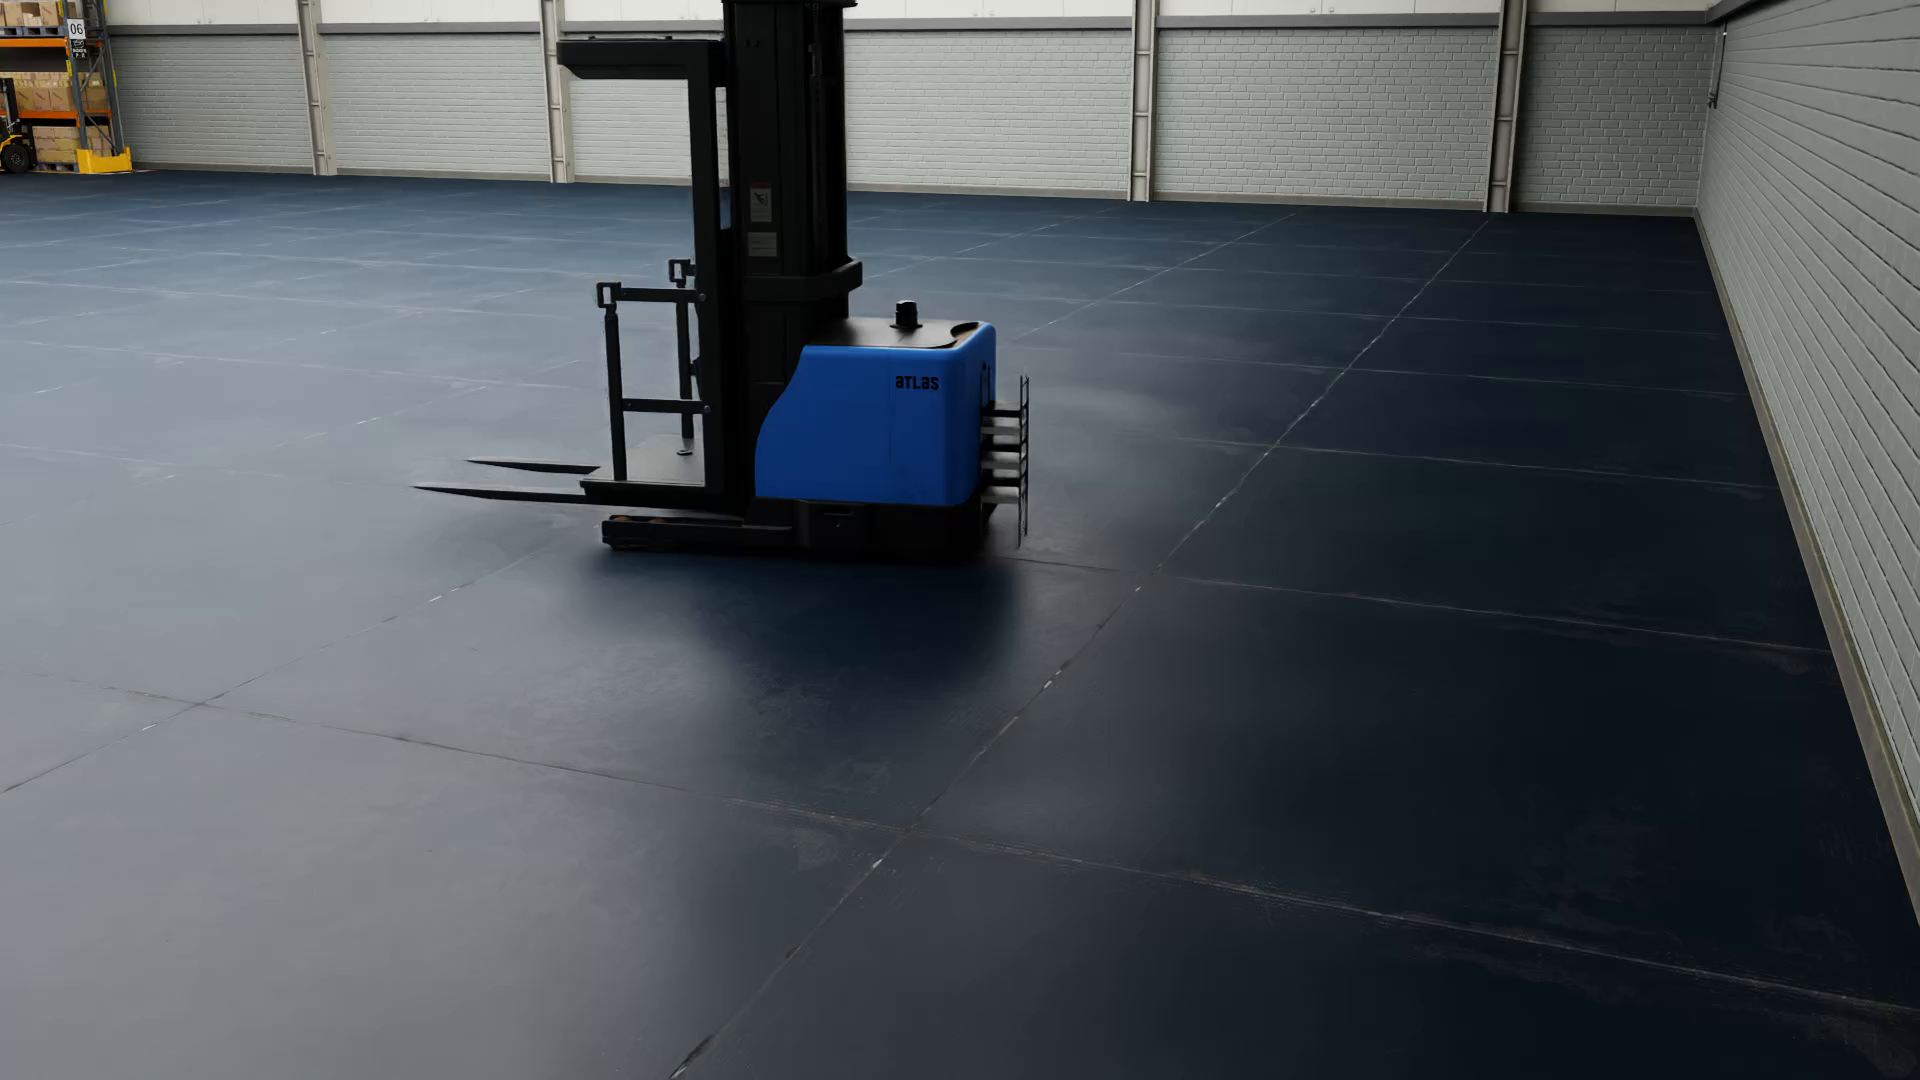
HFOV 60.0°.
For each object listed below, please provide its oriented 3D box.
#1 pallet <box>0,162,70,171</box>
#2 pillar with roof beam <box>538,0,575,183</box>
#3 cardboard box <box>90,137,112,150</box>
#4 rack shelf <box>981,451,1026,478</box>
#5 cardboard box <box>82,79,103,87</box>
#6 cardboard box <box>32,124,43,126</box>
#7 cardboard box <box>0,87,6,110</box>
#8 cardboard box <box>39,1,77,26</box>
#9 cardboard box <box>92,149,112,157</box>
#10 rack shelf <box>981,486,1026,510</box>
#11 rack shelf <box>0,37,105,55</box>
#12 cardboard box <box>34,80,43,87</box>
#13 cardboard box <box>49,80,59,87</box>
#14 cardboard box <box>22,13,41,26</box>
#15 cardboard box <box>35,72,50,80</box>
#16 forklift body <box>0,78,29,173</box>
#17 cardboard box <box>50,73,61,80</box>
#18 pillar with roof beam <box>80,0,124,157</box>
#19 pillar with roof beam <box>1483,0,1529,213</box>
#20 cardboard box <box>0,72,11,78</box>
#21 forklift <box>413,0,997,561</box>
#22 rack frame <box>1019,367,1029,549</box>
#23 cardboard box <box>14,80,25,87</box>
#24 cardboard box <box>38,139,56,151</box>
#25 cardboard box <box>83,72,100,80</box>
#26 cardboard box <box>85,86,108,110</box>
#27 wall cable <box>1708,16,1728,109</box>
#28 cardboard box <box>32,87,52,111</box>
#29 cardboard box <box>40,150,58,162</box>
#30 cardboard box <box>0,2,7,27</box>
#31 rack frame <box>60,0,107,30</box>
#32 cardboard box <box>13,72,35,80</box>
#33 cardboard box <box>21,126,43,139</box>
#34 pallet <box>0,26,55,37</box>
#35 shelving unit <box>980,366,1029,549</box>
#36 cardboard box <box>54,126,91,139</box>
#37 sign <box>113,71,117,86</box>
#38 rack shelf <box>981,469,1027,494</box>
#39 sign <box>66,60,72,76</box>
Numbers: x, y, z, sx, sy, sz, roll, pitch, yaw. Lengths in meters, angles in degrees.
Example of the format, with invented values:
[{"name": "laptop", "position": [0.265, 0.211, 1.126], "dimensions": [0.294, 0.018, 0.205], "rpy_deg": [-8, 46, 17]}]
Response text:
[{"name": "pallet", "position": [-20.695, -8.419, 37.294], "dimensions": [1.213, 0.211, 1.003], "rpy_deg": [6, 17, 21]}, {"name": "pillar with roof beam", "position": [-9.571, -10.407, 28.382], "dimensions": [0.400, 9.000, 9.100], "rpy_deg": [6, 17, 21]}, {"name": "cardboard box", "position": [-19.198, -8.788, 36.848], "dimensions": [0.500, 0.250, 0.500], "rpy_deg": [7, 17, 22]}, {"name": "rack shelf", "position": [0.227, -0.391, 8.526], "dimensions": [0.200, 0.077, 0.258], "rpy_deg": [3, 16, 11]}, {"name": "cardboard box", "position": [-19.058, -10.027, 36.489], "dimensions": [0.250, 0.149, 0.380], "rpy_deg": [6, 17, 19]}, {"name": "cardboard box", "position": [-20.616, -9.183, 37.311], "dimensions": [0.500, 0.250, 0.500], "rpy_deg": [6, 17, 20]}, {"name": "cardboard box", "position": [-20.819, -9.752, 36.705], "dimensions": [0.500, 0.500, 0.500], "rpy_deg": [6, 17, 21]}, {"name": "cardboard box", "position": [-19.338, -11.286, 35.675], "dimensions": [0.500, 0.500, 0.500], "rpy_deg": [7, 18, 22]}, {"name": "cardboard box", "position": [-19.222, -8.547, 36.914], "dimensions": [0.500, 0.250, 0.500], "rpy_deg": [6, 17, 21]}, {"name": "rack shelf", "position": [0.227, -0.218, 8.576], "dimensions": [0.200, 0.077, 0.258], "rpy_deg": [3, 16, 11]}, {"name": "rack shelf", "position": [-20.698, -10.865, 36.629], "dimensions": [4.000, 0.370, 1.077], "rpy_deg": [6, 17, 21]}, {"name": "cardboard box", "position": [-19.956, -9.977, 36.316], "dimensions": [0.250, 0.149, 0.380], "rpy_deg": [6, 17, 20]}, {"name": "cardboard box", "position": [-19.511, -9.906, 36.073], "dimensions": [0.250, 0.149, 0.380], "rpy_deg": [7, 17, 22]}, {"name": "cardboard box", "position": [-19.955, -11.223, 35.880], "dimensions": [0.258, 0.266, 0.396], "rpy_deg": [6, 17, 21]}, {"name": "cardboard box", "position": [-19.946, -10.131, 36.315], "dimensions": [0.250, 0.149, 0.380], "rpy_deg": [6, 17, 21]}, {"name": "forklift body", "position": [-21.271, -8.878, 35.399], "dimensions": [1.214, 2.155, 2.313], "rpy_deg": [6, 17, 21]}, {"name": "cardboard box", "position": [-19.489, -10.067, 36.093], "dimensions": [0.250, 0.149, 0.380], "rpy_deg": [6, 17, 21]}, {"name": "pillar with roof beam", "position": [-20.734, -11.635, 32.610], "dimensions": [0.400, 9.000, 9.100], "rpy_deg": [6, 17, 21]}, {"name": "pillar with roof beam", "position": [7.174, -8.566, 22.039], "dimensions": [0.400, 9.000, 9.100], "rpy_deg": [6, 17, 21]}, {"name": "cardboard box", "position": [-20.905, -10.235, 36.673], "dimensions": [0.250, 0.149, 0.380], "rpy_deg": [6, 17, 21]}, {"name": "forklift", "position": [-1.367, -1.489, 8.545], "dimensions": [3.031, 2.935, 1.130], "rpy_deg": [3, 16, 11]}, {"name": "rack frame", "position": [0.326, -0.418, 8.498], "dimensions": [0.006, 0.900, 0.240], "rpy_deg": [3, 16, 11]}, {"name": "cardboard box", "position": [-20.465, -10.012, 36.439], "dimensions": [0.250, 0.149, 0.380], "rpy_deg": [6, 17, 21]}, {"name": "cardboard box", "position": [-19.867, -8.709, 36.576], "dimensions": [0.500, 0.250, 0.500], "rpy_deg": [6, 17, 20]}, {"name": "cardboard box", "position": [-19.071, -10.157, 36.405], "dimensions": [0.250, 0.149, 0.380], "rpy_deg": [6, 17, 20]}, {"name": "cardboard box", "position": [-19.196, -9.736, 36.651], "dimensions": [0.500, 0.500, 0.500], "rpy_deg": [7, 18, 22]}, {"name": "wall cable", "position": [11.009, -7.547, 24.098], "dimensions": [0.112, 2.526, 3.097], "rpy_deg": [6, 17, 21]}, {"name": "cardboard box", "position": [-19.871, -9.651, 36.358], "dimensions": [0.500, 0.500, 0.500], "rpy_deg": [7, 18, 22]}, {"name": "cardboard box", "position": [-19.849, -8.466, 36.634], "dimensions": [0.500, 0.250, 0.500], "rpy_deg": [6, 17, 21]}, {"name": "cardboard box", "position": [-20.785, -11.488, 36.366], "dimensions": [0.637, 0.503, 0.797], "rpy_deg": [7, 18, 22]}, {"name": "rack frame", "position": [-18.837, -12.446, 35.405], "dimensions": [0.127, 3.000, 1.000], "rpy_deg": [6, 17, 21]}, {"name": "cardboard box", "position": [-20.472, -10.154, 36.394], "dimensions": [0.250, 0.149, 0.380], "rpy_deg": [7, 17, 22]}, {"name": "cardboard box", "position": [-20.330, -8.993, 36.654], "dimensions": [0.500, 0.250, 0.500], "rpy_deg": [7, 17, 21]}, {"name": "pallet", "position": [-20.624, -11.167, 36.537], "dimensions": [1.213, 0.211, 1.003], "rpy_deg": [6, 17, 21]}, {"name": "shelving unit", "position": [0.227, -0.423, 8.517], "dimensions": [0.210, 0.900, 0.258], "rpy_deg": [3, 16, 11]}, {"name": "cardboard box", "position": [-19.380, -8.893, 36.311], "dimensions": [0.500, 0.250, 0.500], "rpy_deg": [7, 18, 22]}, {"name": "sign", "position": [-18.628, -10.162, 36.604], "dimensions": [0.005, 0.325, 0.100], "rpy_deg": [6, 17, 21]}, {"name": "rack shelf", "position": [0.227, -0.305, 8.551], "dimensions": [0.200, 0.077, 0.258], "rpy_deg": [3, 16, 11]}, {"name": "sign", "position": [-19.049, -10.096, 35.568], "dimensions": [0.005, 0.325, 0.100], "rpy_deg": [6, 17, 21]}]
